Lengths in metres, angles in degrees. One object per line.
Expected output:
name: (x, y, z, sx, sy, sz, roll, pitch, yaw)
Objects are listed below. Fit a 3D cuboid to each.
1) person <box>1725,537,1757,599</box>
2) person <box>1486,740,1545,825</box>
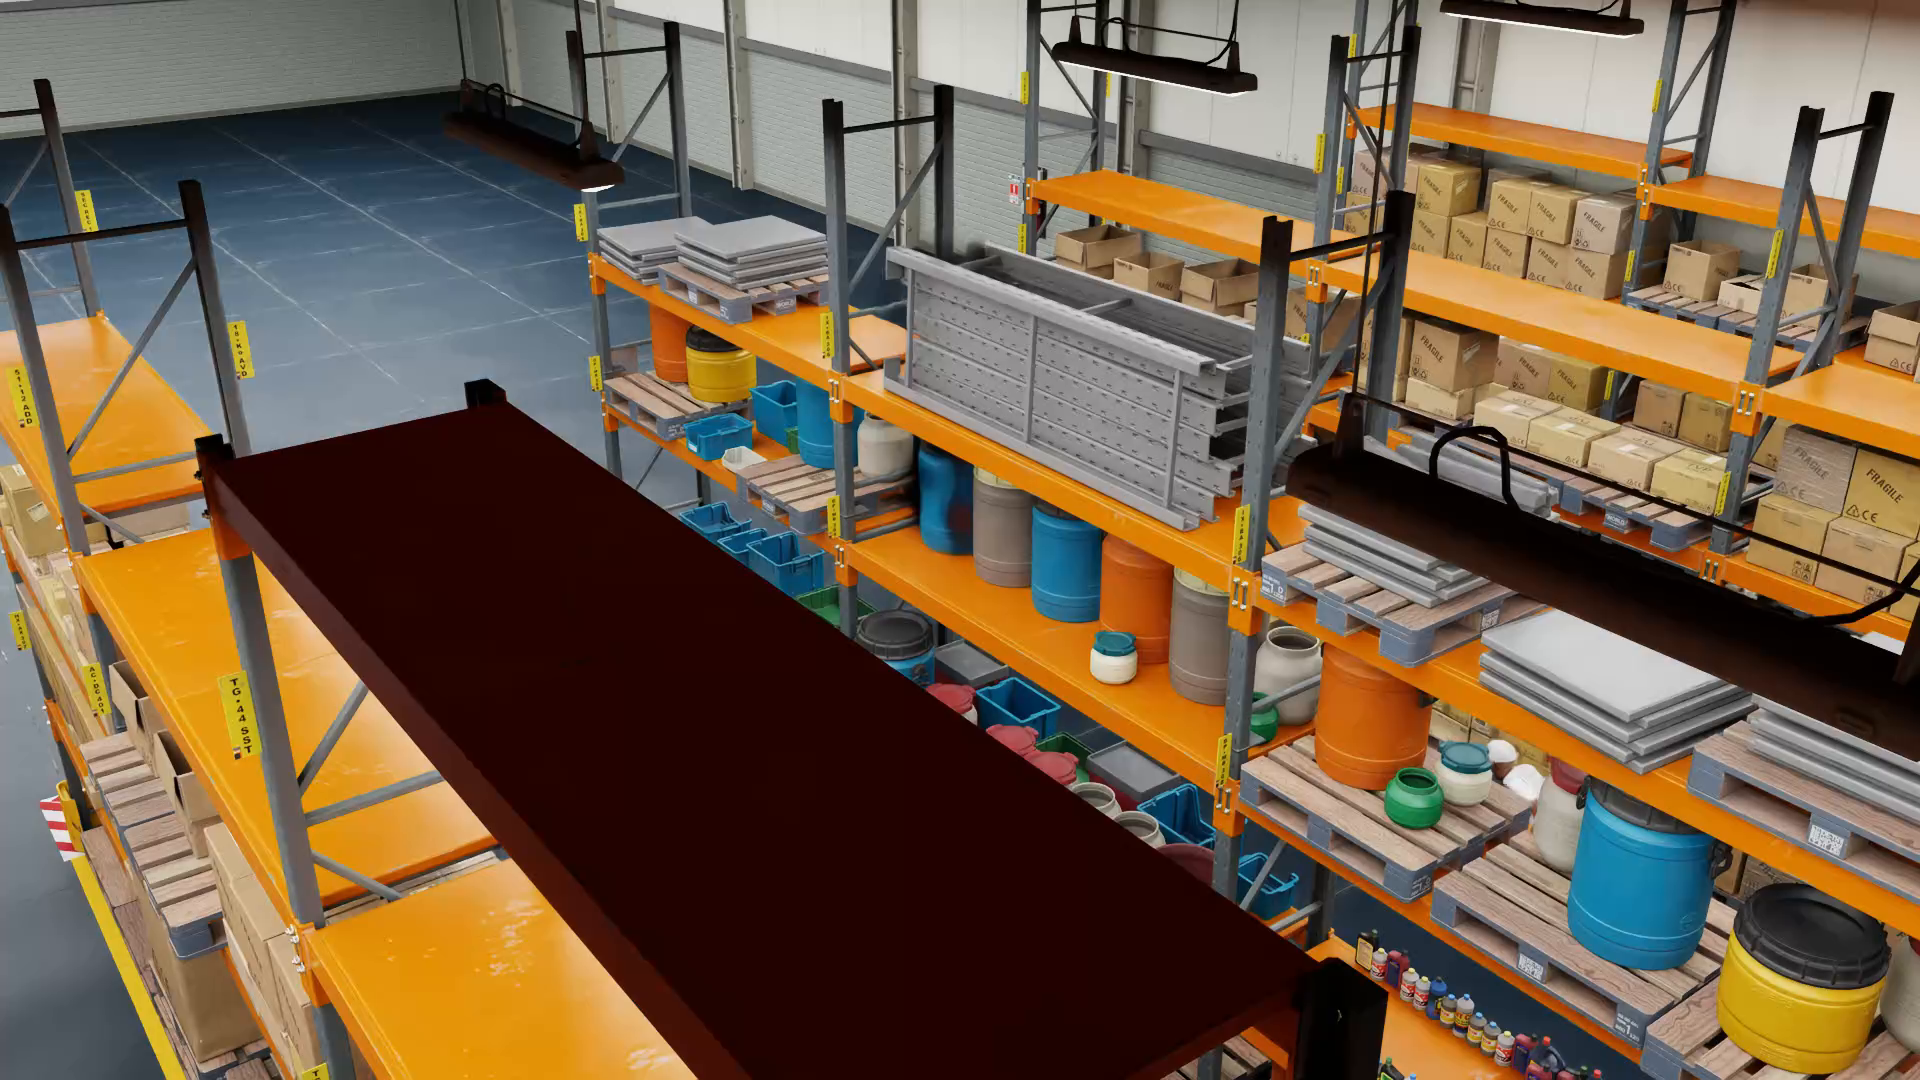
person: (7.040, 0.737, 15.271, 0.711, 1.792, 0.678, 22, 33, 39)
person: (4.212, 2.257, 12.318, 0.987, 1.469, 0.721, 15, 29, 30)
